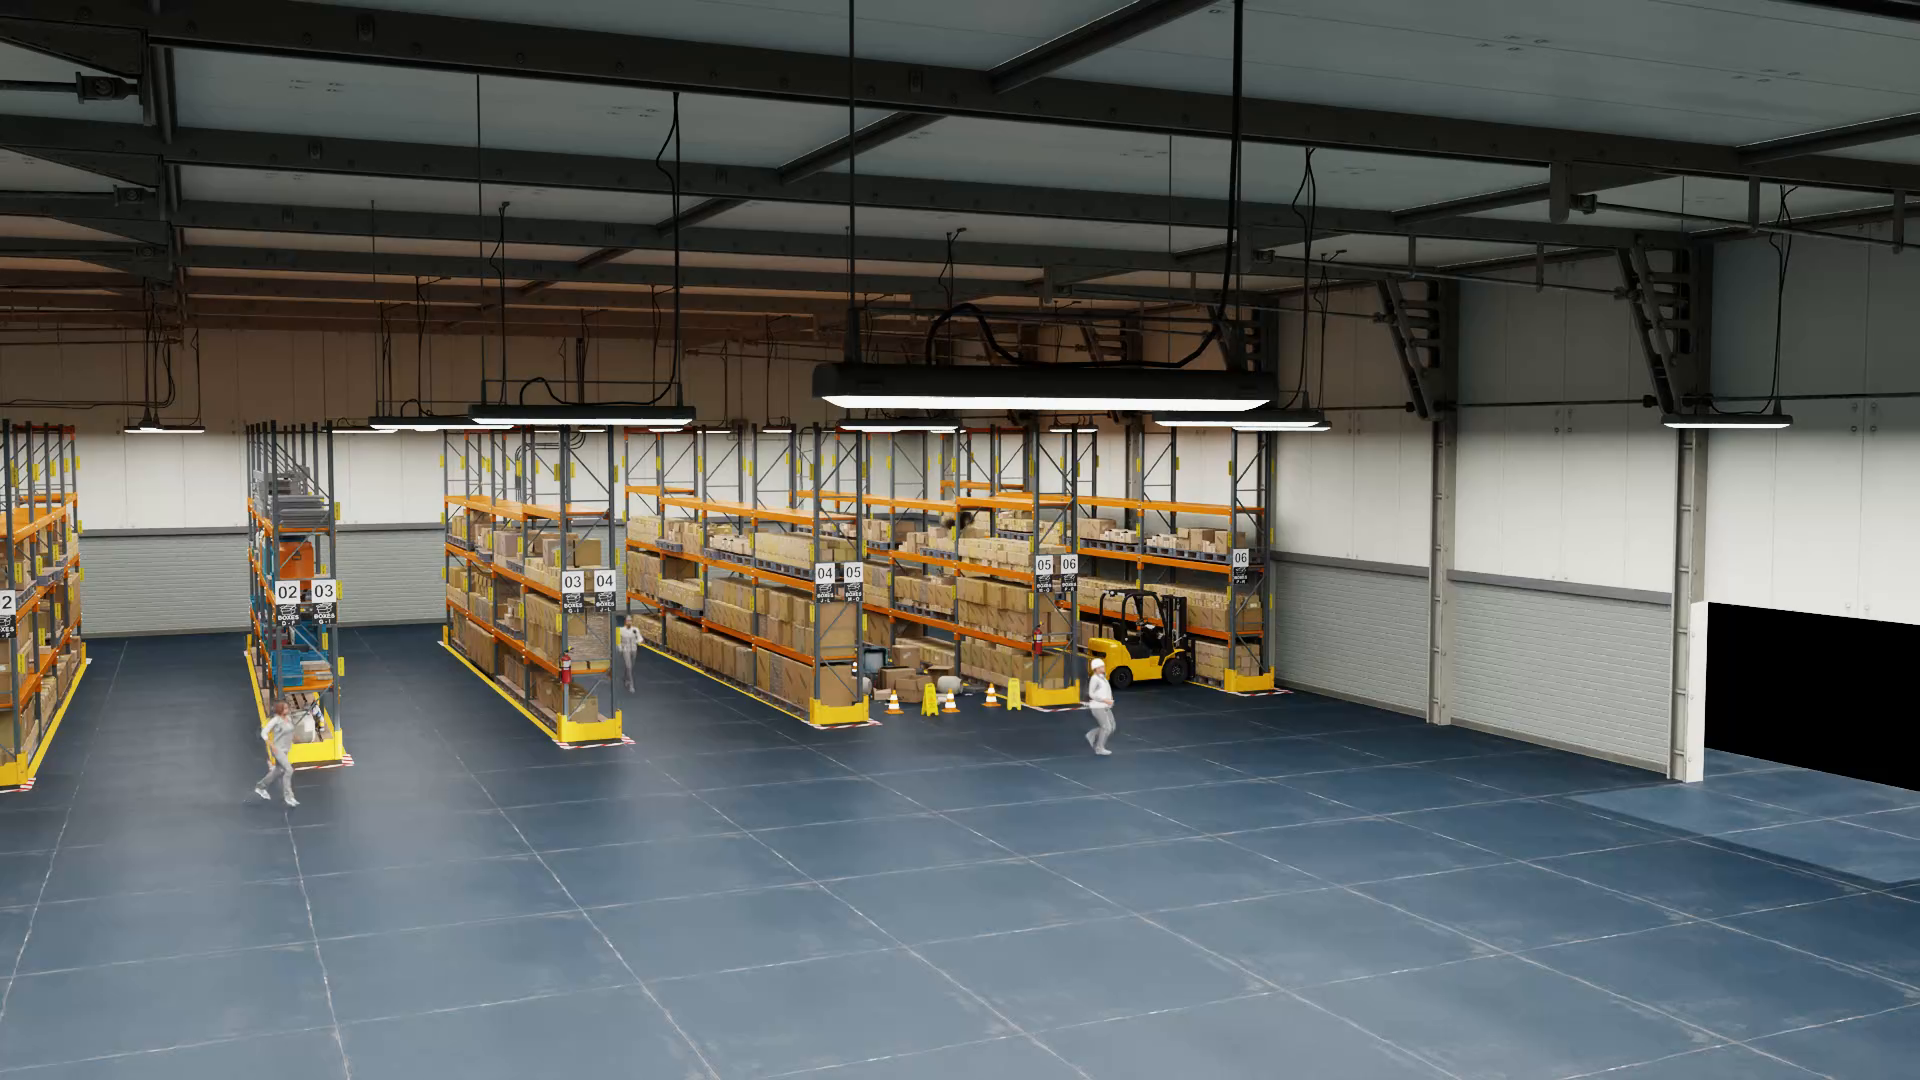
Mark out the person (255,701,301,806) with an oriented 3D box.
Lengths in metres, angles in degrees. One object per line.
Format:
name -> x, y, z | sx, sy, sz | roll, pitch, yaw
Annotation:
person -> -10.595, 3.303, 25.820 | 0.768, 1.622, 0.535 | 0, 4, 5

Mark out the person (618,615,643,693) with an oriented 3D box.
person -> -7.437, 2.534, 37.488 | 0.597, 1.721, 0.849 | -2, 4, -27

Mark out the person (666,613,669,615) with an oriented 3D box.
person -> -8.787, 1.817, 49.072 | 0.805, 1.732, 0.680 | 2, 4, 25

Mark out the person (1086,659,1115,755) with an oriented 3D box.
person -> 2.522, 2.992, 29.872 | 0.607, 1.722, 0.656 | 2, 4, 24
